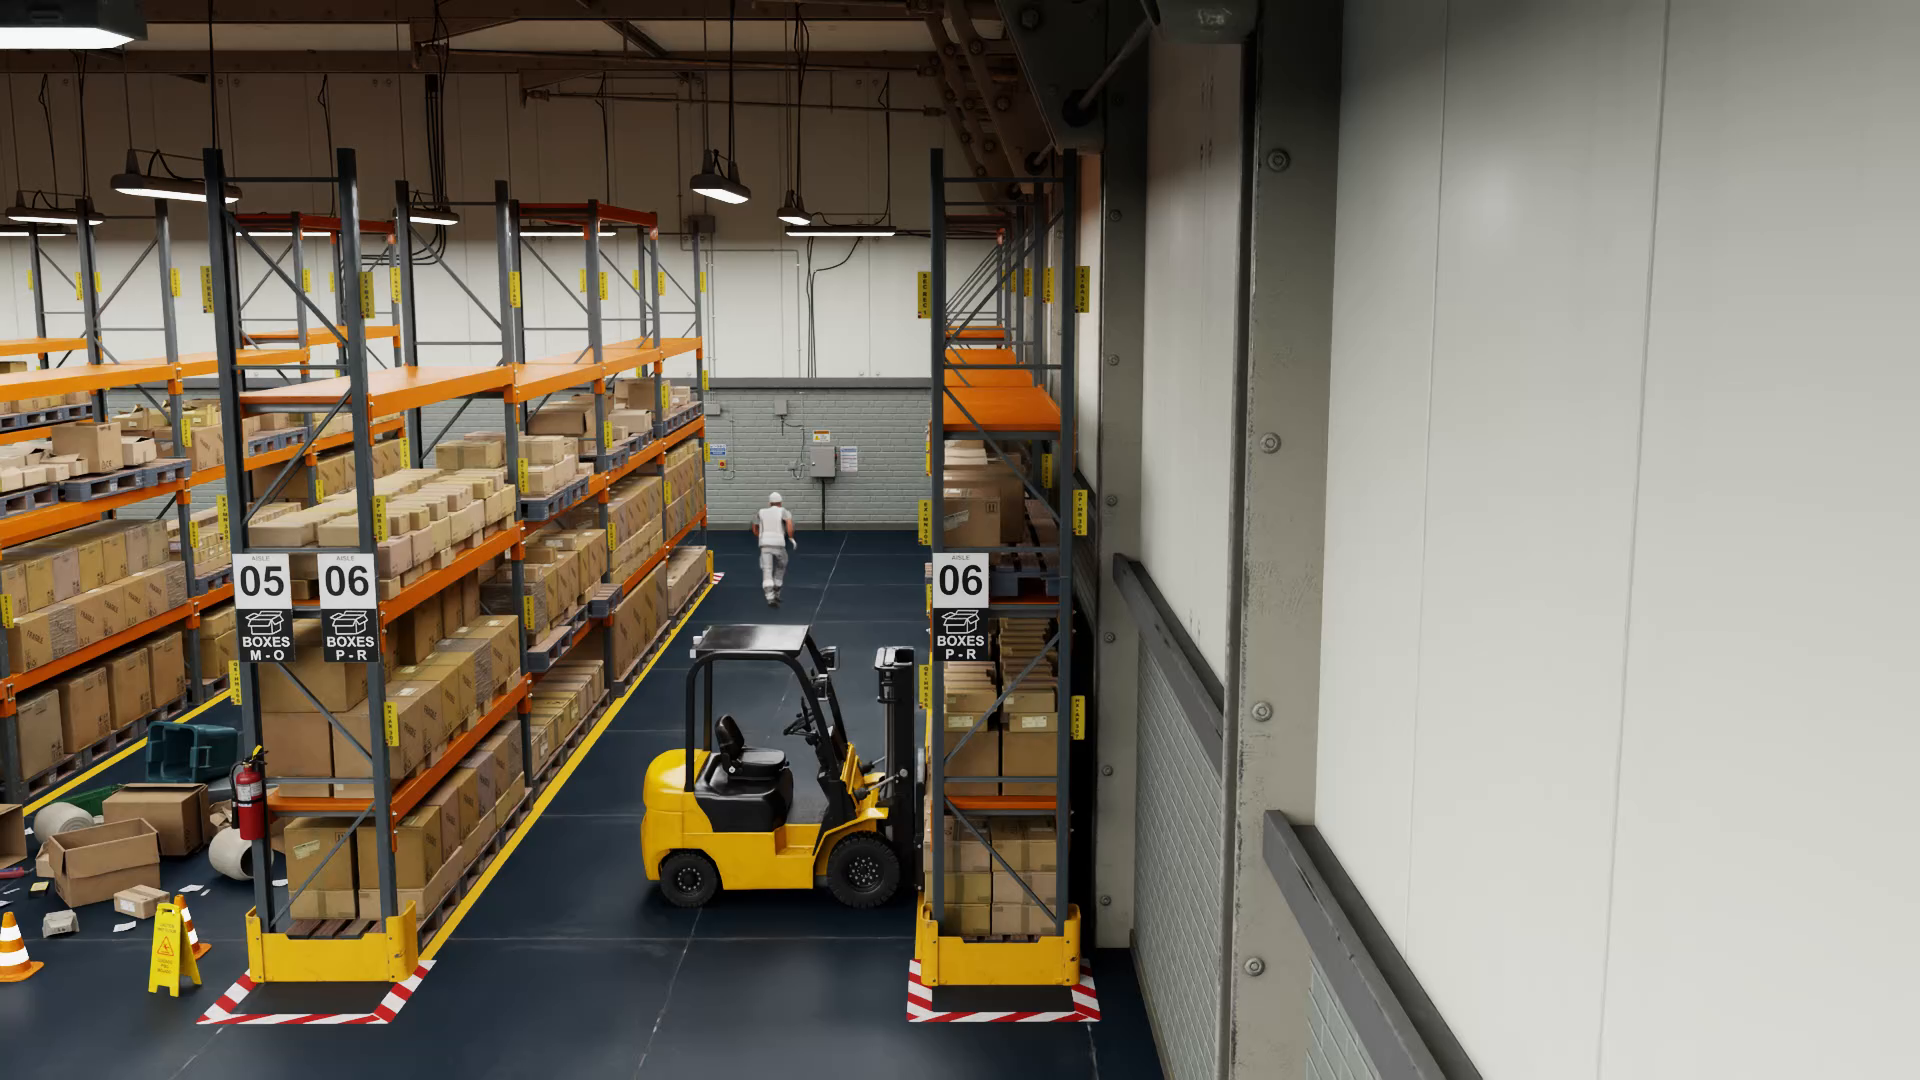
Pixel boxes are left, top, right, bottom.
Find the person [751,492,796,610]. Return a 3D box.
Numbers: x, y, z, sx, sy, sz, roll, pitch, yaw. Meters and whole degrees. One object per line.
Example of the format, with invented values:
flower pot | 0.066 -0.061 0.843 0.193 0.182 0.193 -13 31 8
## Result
person | -2.776 0.170 24.560 0.676 1.652 1.088 1 9 4
